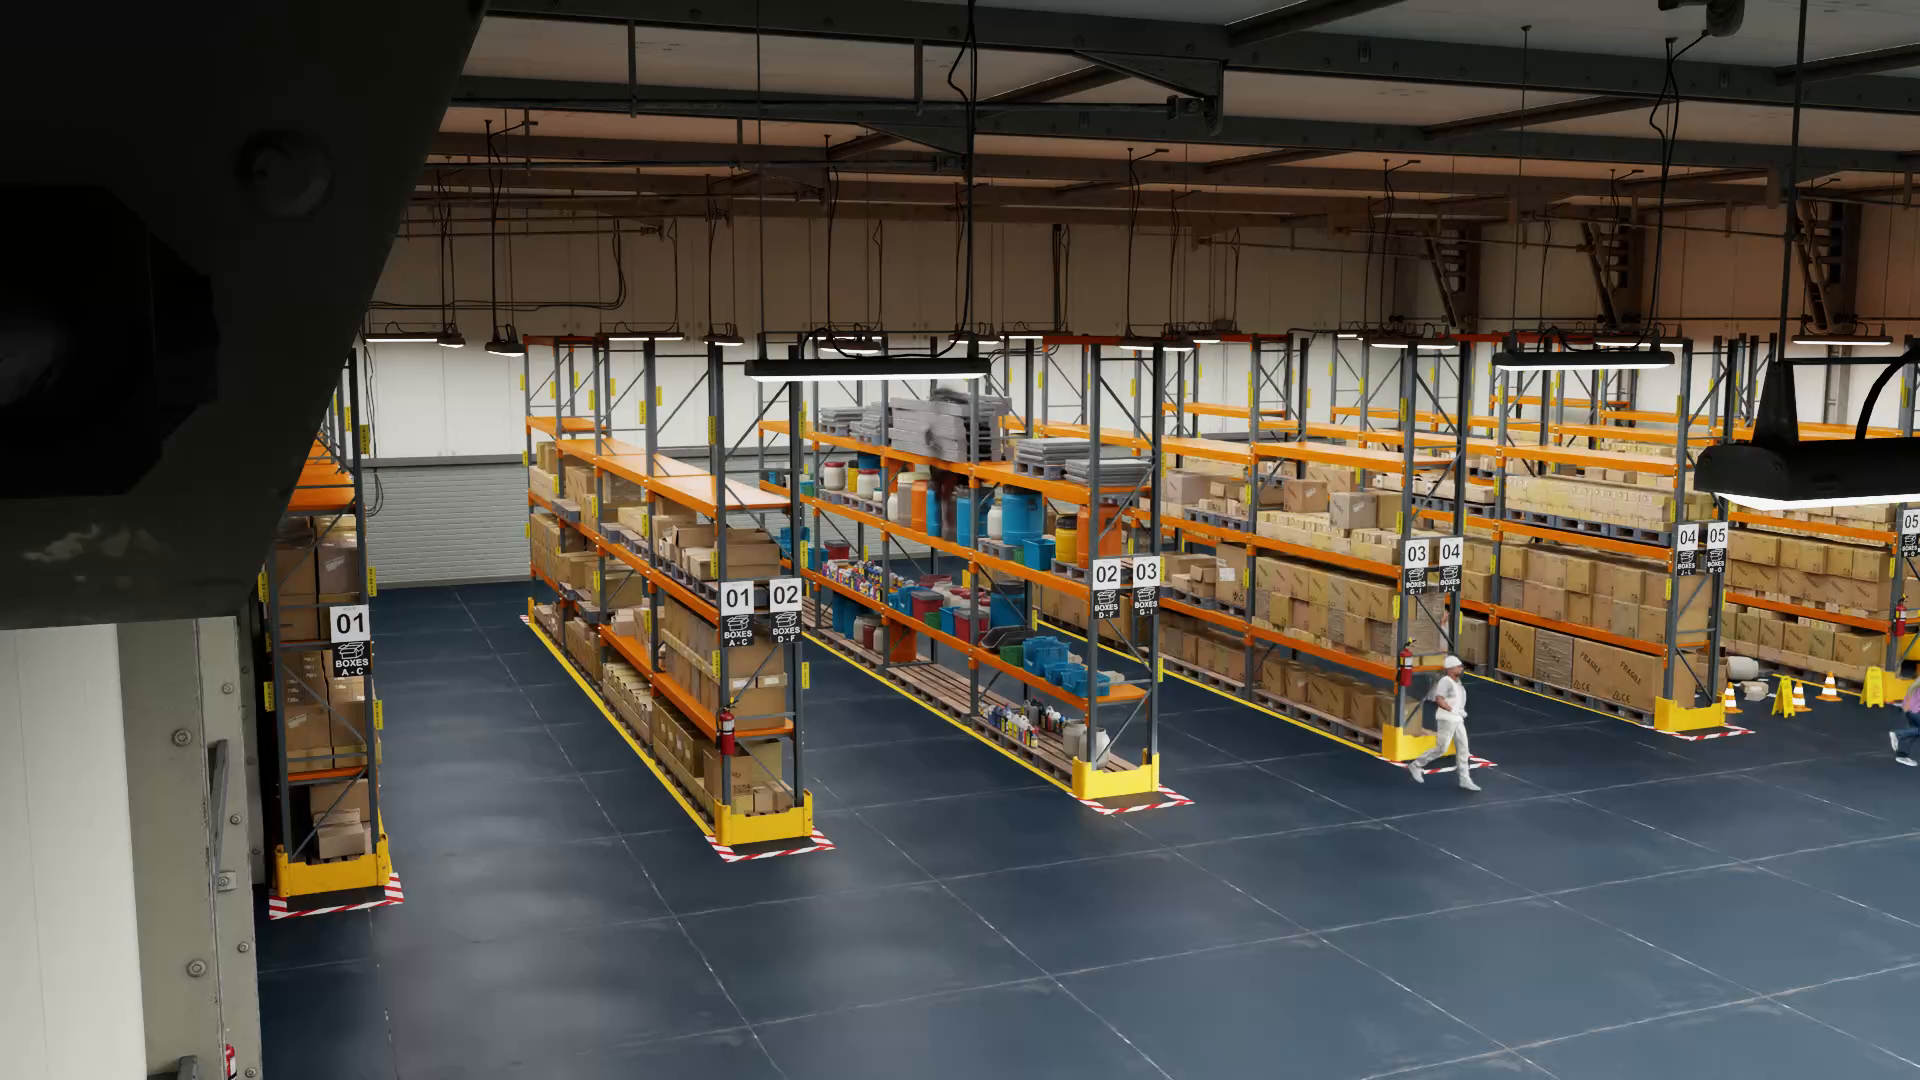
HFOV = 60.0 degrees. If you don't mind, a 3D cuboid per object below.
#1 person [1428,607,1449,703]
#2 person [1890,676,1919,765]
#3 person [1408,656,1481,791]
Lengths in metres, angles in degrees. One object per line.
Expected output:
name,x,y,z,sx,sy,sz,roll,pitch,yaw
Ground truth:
person,7.957,1.892,27.425,0.549,1.621,0.594,-4,9,-30
person,13.635,2.455,23.660,0.665,1.530,0.486,3,8,21
person,6.672,2.454,22.560,0.981,1.753,0.742,5,9,36
